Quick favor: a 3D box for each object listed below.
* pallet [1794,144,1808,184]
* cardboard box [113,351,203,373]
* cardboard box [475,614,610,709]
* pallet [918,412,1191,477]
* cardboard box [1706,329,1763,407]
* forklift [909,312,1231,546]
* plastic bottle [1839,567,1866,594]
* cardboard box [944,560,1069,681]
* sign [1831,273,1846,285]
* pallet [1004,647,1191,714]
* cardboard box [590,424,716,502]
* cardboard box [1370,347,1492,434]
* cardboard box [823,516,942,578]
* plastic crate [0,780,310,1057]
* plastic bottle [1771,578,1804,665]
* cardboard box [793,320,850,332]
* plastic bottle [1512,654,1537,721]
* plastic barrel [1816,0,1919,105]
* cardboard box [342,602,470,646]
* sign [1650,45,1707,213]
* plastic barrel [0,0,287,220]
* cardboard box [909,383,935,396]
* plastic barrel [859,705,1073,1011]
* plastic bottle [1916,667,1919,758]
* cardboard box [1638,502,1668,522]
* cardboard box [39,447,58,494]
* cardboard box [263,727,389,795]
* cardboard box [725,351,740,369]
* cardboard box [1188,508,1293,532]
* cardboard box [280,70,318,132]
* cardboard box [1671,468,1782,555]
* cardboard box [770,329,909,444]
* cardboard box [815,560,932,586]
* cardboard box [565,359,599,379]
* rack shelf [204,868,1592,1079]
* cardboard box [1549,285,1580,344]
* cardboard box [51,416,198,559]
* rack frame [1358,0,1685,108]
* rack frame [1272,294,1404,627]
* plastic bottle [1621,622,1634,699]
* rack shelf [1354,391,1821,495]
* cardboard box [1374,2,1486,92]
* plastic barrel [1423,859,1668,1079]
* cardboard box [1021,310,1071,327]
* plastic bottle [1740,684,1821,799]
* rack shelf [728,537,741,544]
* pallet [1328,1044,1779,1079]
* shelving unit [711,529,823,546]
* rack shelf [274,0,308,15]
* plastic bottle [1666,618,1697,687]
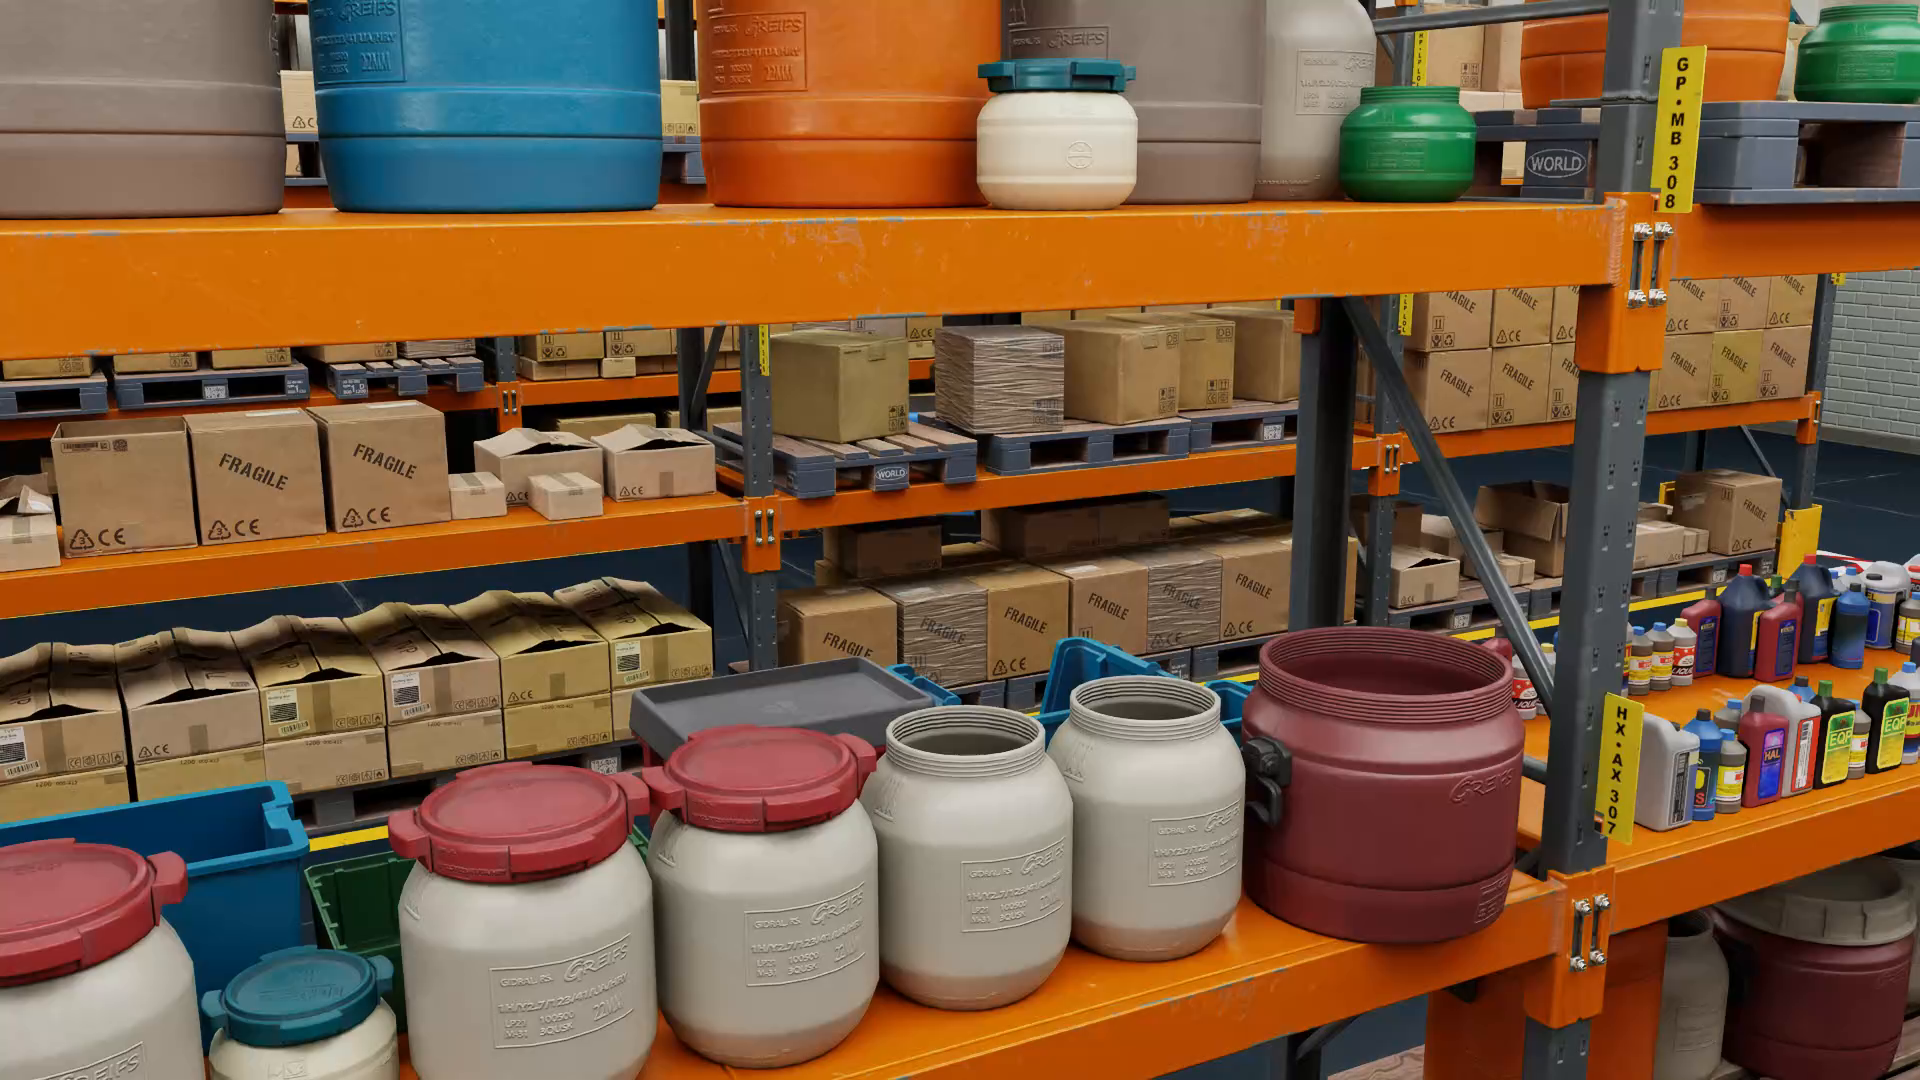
[{"bbox_3d":[3.057,-1.092,4.728,1.213,0.211,1.003,-7,14,-28],"label":"pallet"},{"bbox_3d":[-5.557,-1.453,11.503,0.500,0.500,0.700,-5,14,-20],"label":"cardboard box"},{"bbox_3d":[-1.984,0.545,7.883,0.500,0.311,0.500,-7,14,-29],"label":"cardboard box"},{"bbox_3d":[0.516,-0.588,9.327,1.213,0.211,1.003,-7,14,-28],"label":"pallet"},{"bbox_3d":[5.116,-1.212,11.434,0.500,0.500,0.500,-7,14,-27],"label":"cardboard box"},{"bbox_3d":[0.620,-1.413,12.712,3.031,2.935,1.130,2,13,7],"label":"forklift"},{"bbox_3d":[2.972,0.225,5.572,0.097,0.271,0.097,0,13,0],"label":"plastic bottle"},{"bbox_3d":[0.247,0.428,9.067,0.500,0.500,0.500,-7,14,-29],"label":"cardboard box"},{"bbox_3d":[6.081,-1.928,11.486,0.005,0.325,0.100,-7,14,-28],"label":"sign"},{"bbox_3d":[0.554,0.686,9.582,1.213,0.211,1.003,-7,14,-28],"label":"pallet"},{"bbox_3d":[-1.529,-0.403,8.270,0.500,0.311,0.500,-6,14,-24],"label":"cardboard box"},{"bbox_3d":[2.900,-0.947,10.257,0.500,0.500,0.500,-6,14,-26],"label":"cardboard box"},{"bbox_3d":[-0.433,0.012,9.205,0.500,0.250,0.500,-6,14,-26],"label":"cardboard box"},{"bbox_3d":[-1.511,0.731,3.064,0.575,0.384,0.392,-7,14,-28],"label":"plastic crate"},{"bbox_3d":[2.643,0.269,5.348,0.133,0.283,0.061,-7,14,-28],"label":"plastic bottle"},{"bbox_3d":[-1.227,-1.851,13.551,0.500,0.500,0.500,-7,14,-28],"label":"cardboard box"},{"bbox_3d":[1.644,0.418,4.872,0.097,0.201,0.097,0,13,0],"label":"plastic bottle"},{"bbox_3d":[2.665,-1.471,4.717,0.433,0.535,0.433,0,13,0],"label":"plastic barrel"},{"bbox_3d":[-2.695,0.495,8.105,0.500,0.311,0.500,-7,15,-29],"label":"cardboard box"},{"bbox_3d":[1.451,-0.828,3.364,0.005,0.325,0.100,-7,14,-28],"label":"sign"},{"bbox_3d":[-1.414,-0.972,2.625,0.600,0.901,0.600,0,13,0],"label":"plastic barrel"},{"bbox_3d":[-0.563,-0.914,14.278,0.750,0.750,0.750,-7,14,-27],"label":"cardboard box"},{"bbox_3d":[0.011,0.618,3.277,0.421,0.512,0.421,0,13,0],"label":"plastic barrel"},{"bbox_3d":[2.642,0.454,4.552,0.097,0.271,0.097,0,13,0],"label":"plastic bottle"},{"bbox_3d":[4.781,-0.136,12.141,0.500,0.250,0.500,-7,14,-28],"label":"cardboard box"},{"bbox_3d":[-6.054,-0.498,11.474,0.500,0.250,0.500,-7,15,-29],"label":"cardboard box"},{"bbox_3d":[-2.878,0.925,7.475,0.500,0.250,0.500,-7,14,-27],"label":"cardboard box"},{"bbox_3d":[-1.825,-1.471,13.341,0.250,0.149,0.380,-7,14,-28],"label":"cardboard box"},{"bbox_3d":[1.780,0.112,10.472,0.500,0.500,0.500,-8,15,-30],"label":"cardboard box"},{"bbox_3d":[-2.993,-1.840,7.006,0.500,0.250,0.500,-8,15,-33],"label":"cardboard box"},{"bbox_3d":[5.474,-0.208,11.894,0.500,0.500,0.500,-7,14,-28],"label":"cardboard box"},{"bbox_3d":[-0.690,-0.818,8.727,0.700,0.500,0.500,11,17,41],"label":"cardboard box"},{"bbox_3d":[-0.481,0.385,9.258,0.500,0.500,0.500,-6,14,-26],"label":"cardboard box"},{"bbox_3d":[-2.941,-1.332,12.725,0.250,0.149,0.380,-7,14,-27],"label":"cardboard box"},{"bbox_3d":[-0.574,1.040,3.294,4.000,0.370,1.077,-7,14,-28],"label":"rack shelf"},{"bbox_3d":[3.774,-1.537,10.603,0.500,0.500,0.500,-7,15,-30],"label":"cardboard box"},{"bbox_3d":[-3.556,-0.237,7.104,0.500,0.500,0.500,-6,14,-24],"label":"cardboard box"},{"bbox_3d":[1.181,-2.448,3.491,0.127,3.000,1.000,-7,14,-28],"label":"rack frame"},{"bbox_3d":[2.322,-0.897,10.263,0.127,3.000,1.000,-7,14,-28],"label":"rack frame"},{"bbox_3d":[1.986,0.343,5.046,0.097,0.271,0.097,0,13,0],"label":"plastic bottle"},{"bbox_3d":[4.077,-0.756,11.277,4.000,0.370,1.077,-7,14,-28],"label":"rack shelf"},{"bbox_3d":[2.730,-2.955,10.073,0.500,0.500,0.700,-7,14,-28],"label":"cardboard box"},{"bbox_3d":[1.602,1.278,4.585,0.708,0.830,0.600,-7,14,-28],"label":"plastic barrel"},{"bbox_3d":[0.429,-2.051,14.710,0.700,0.700,0.980,-7,14,-27],"label":"cardboard box"},{"bbox_3d":[2.122,0.507,4.305,0.135,0.276,0.152,-7,14,-28],"label":"plastic bottle"},{"bbox_3d":[-1.765,-0.088,13.058,0.103,0.180,0.258,-5,14,-21],"label":"rack shelf"},{"bbox_3d":[1.853,1.748,4.860,1.213,0.211,1.003,-7,14,-28],"label":"pallet"},{"bbox_3d":[-1.583,-0.104,13.130,1.200,0.189,0.258,-5,14,-21],"label":"shelving unit"},{"bbox_3d":[-5.321,-3.601,11.163,4.000,0.370,1.077,-7,14,-28],"label":"rack shelf"},{"bbox_3d":[2.242,0.346,5.191,0.097,0.201,0.097,0,13,0],"label":"plastic bottle"}]
